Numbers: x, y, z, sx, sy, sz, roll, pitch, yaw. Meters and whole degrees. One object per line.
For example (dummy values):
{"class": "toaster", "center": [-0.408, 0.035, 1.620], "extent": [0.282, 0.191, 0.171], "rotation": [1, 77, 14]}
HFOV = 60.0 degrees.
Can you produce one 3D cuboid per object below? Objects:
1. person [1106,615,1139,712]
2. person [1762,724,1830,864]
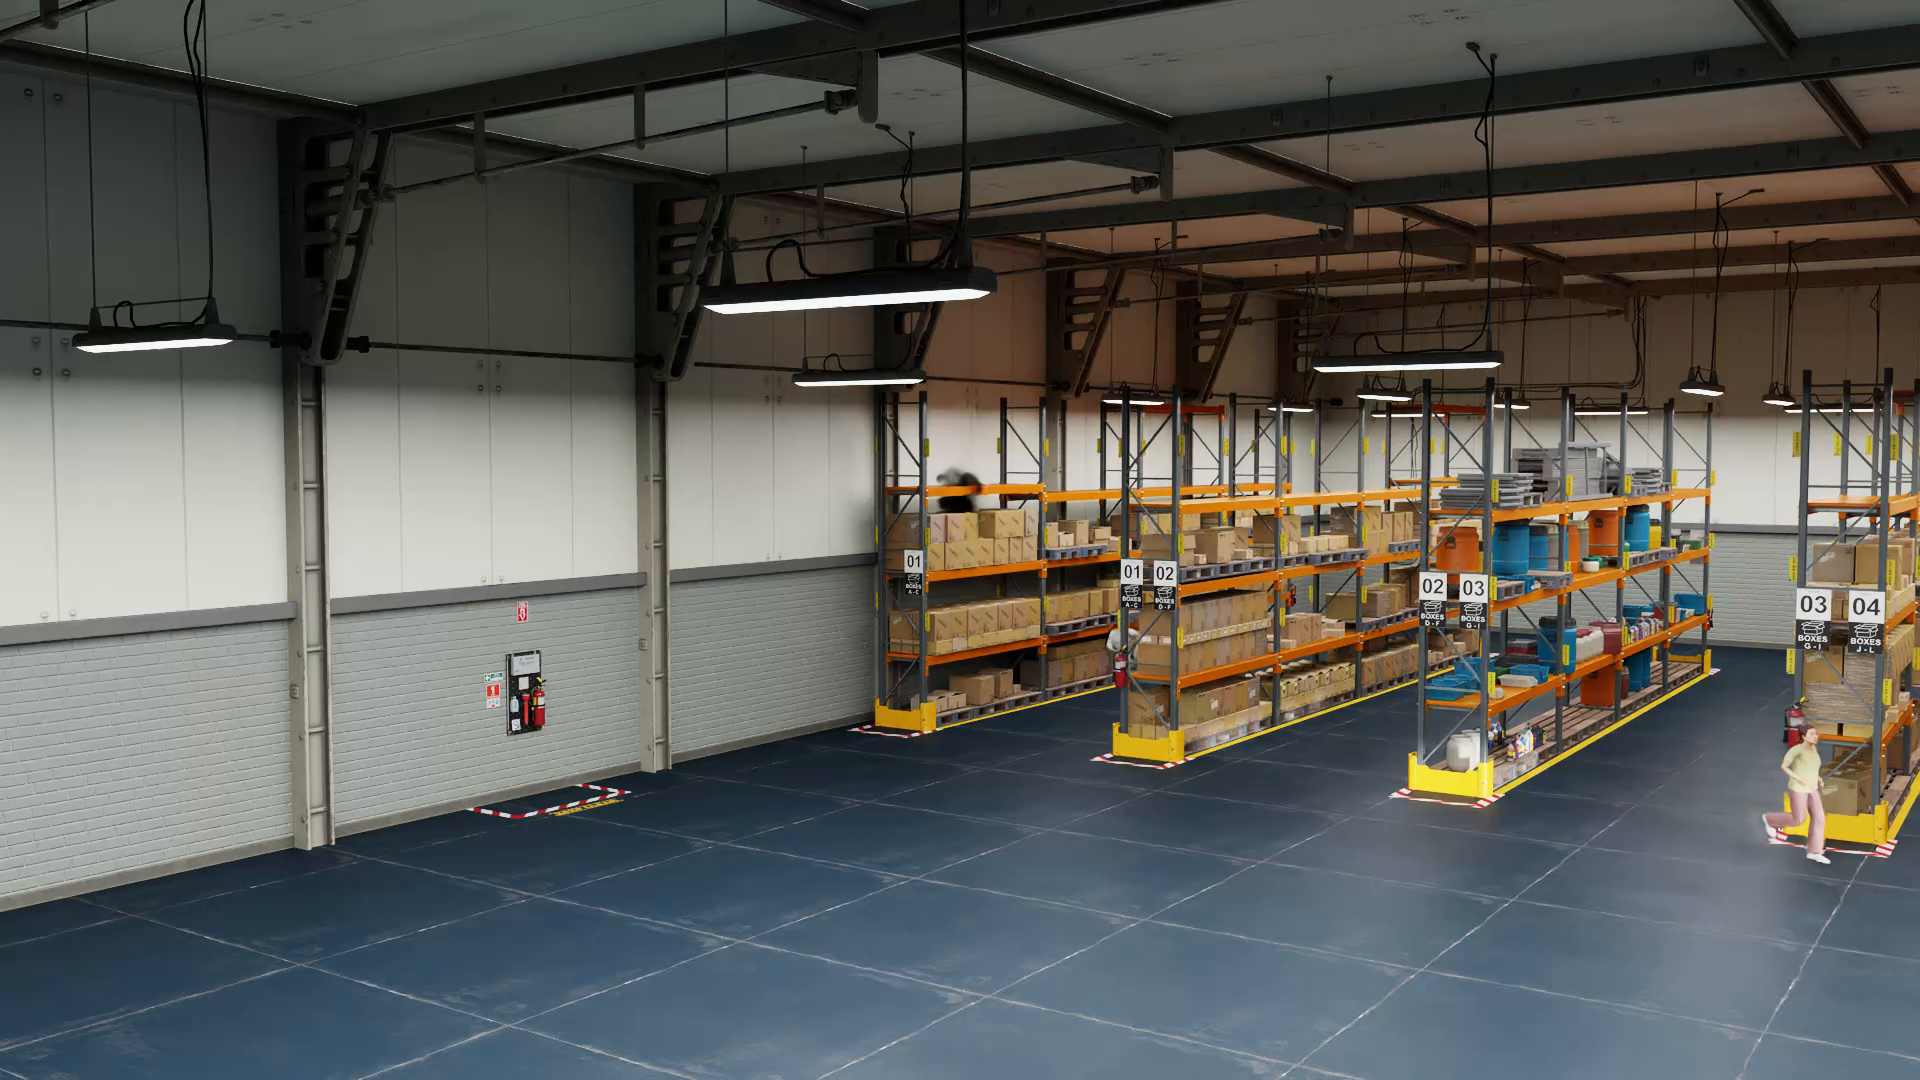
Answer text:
{"class": "person", "center": [2.952, 2.195, 30.202], "extent": [0.562, 1.734, 0.813], "rotation": [2, 4, 26]}
{"class": "person", "center": [10.296, 3.061, 20.340], "extent": [0.584, 1.643, 0.934], "rotation": [-1, 3, -22]}
